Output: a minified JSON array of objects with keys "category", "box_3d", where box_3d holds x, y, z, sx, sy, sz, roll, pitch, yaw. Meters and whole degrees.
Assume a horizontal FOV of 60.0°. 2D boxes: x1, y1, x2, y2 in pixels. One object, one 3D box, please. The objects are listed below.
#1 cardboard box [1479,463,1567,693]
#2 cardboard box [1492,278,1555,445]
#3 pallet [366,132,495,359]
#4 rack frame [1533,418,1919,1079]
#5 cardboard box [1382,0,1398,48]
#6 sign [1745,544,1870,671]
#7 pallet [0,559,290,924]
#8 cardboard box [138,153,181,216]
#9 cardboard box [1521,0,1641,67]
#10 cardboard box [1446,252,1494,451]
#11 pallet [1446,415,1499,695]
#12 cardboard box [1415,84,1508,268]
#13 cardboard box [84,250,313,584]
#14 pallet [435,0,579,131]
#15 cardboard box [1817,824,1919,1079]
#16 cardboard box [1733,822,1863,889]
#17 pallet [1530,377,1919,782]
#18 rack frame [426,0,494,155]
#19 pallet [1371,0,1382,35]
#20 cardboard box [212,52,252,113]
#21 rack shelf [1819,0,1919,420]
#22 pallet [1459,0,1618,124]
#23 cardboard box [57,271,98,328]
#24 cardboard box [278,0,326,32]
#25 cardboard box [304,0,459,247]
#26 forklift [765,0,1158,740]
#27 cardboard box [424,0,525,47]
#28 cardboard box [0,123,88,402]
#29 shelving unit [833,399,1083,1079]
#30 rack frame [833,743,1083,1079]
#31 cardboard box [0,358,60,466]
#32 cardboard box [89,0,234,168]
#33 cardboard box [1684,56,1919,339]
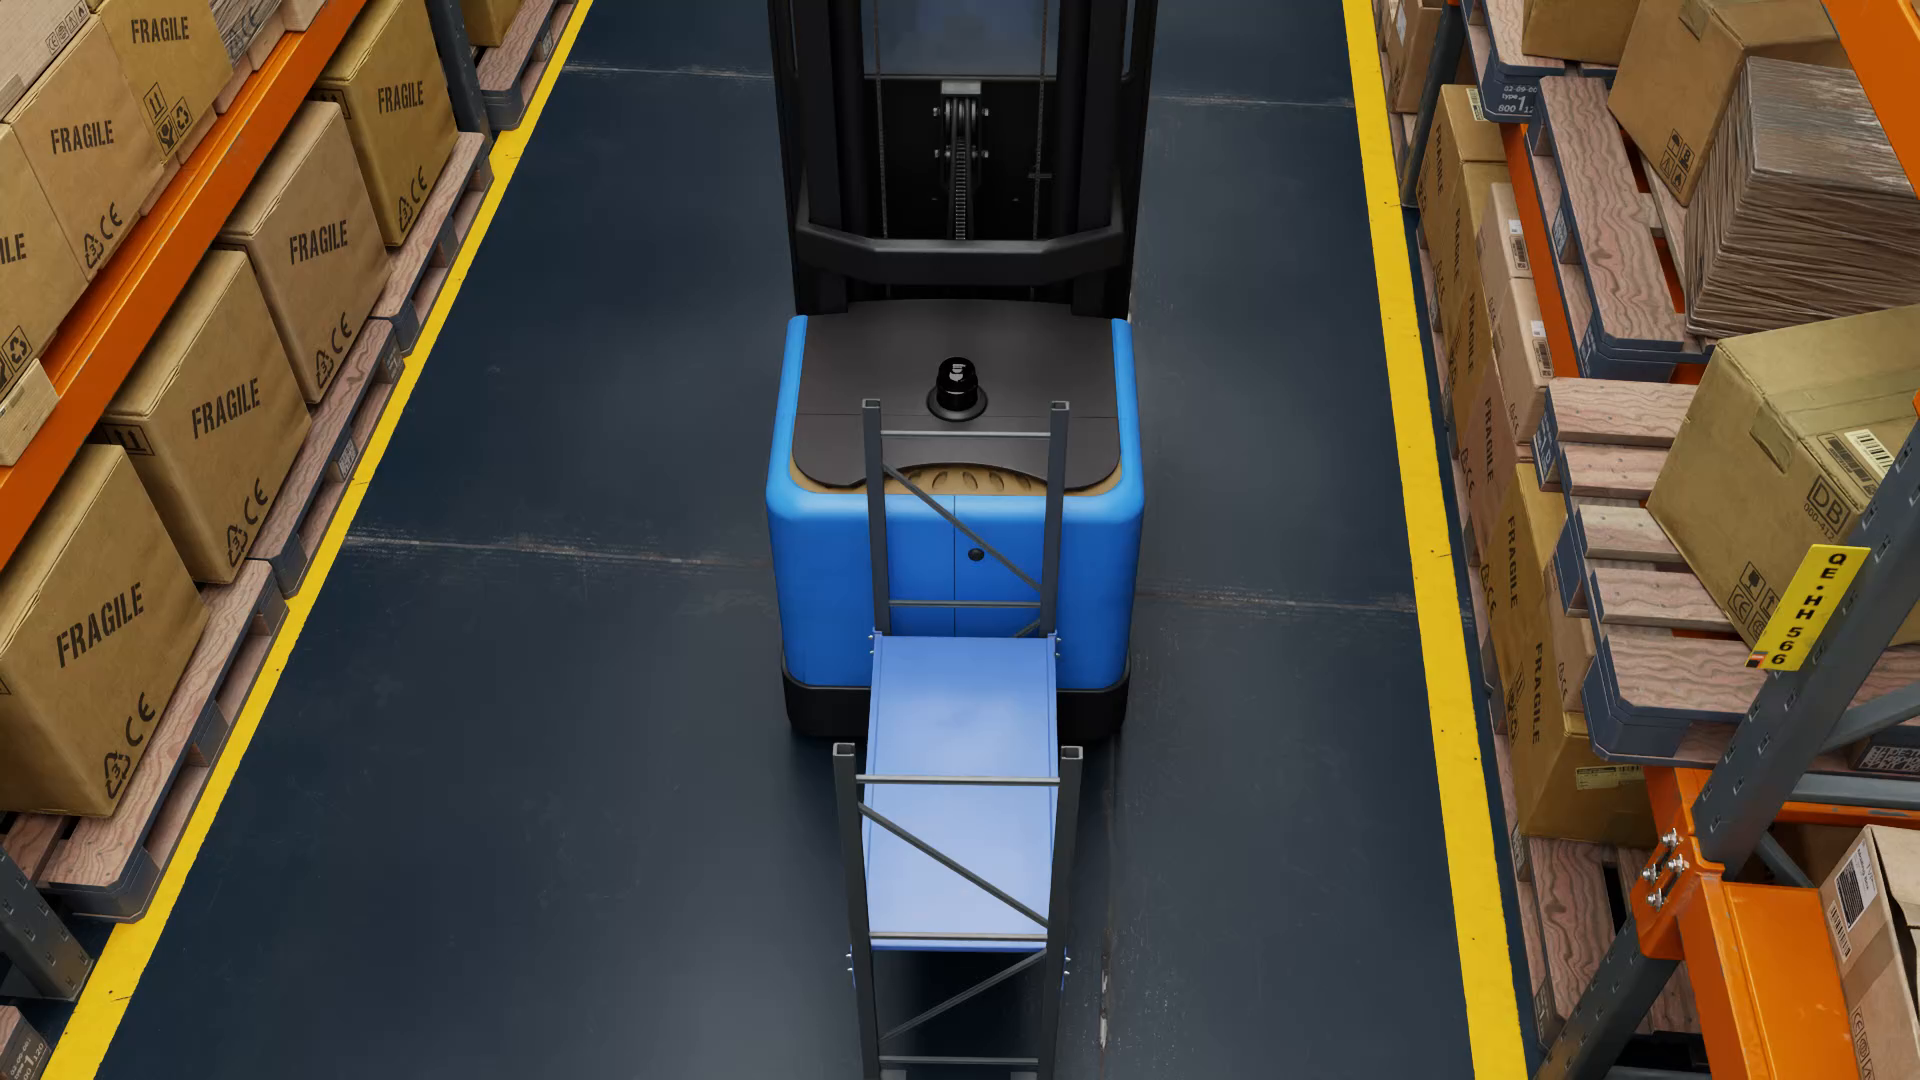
[{"category":"cardboard box","box_3d":[1.904,0.127,4.997,0.500,0.500,0.500,2,48,2]},{"category":"cardboard box","box_3d":[1.947,-0.539,5.098,0.500,0.250,0.500,3,48,3]},{"category":"pallet","box_3d":[-2.559,-1.241,6.742,1.003,0.211,1.213,4,48,4]},{"category":"rack frame","box_3d":[2.002,0.515,3.246,0.949,2.616,0.053,4,48,4]},{"category":"cardboard box","box_3d":[2.114,-2.328,7.480,0.380,0.149,0.250,4,48,4]},{"category":"sign","box_3d":[1.464,0.122,2.875,0.100,0.325,0.005,4,48,4]},{"category":"pallet","box_3d":[-2.781,0.552,5.102,1.003,0.211,1.213,4,48,4]},{"category":"cardboard box","box_3d":[-2.538,-1.091,4.872,0.380,0.149,0.250,4,48,4]},{"category":"cardboard box","box_3d":[2.104,-1.757,4.972,0.700,0.500,0.500,11,48,10]},{"category":"cardboard box","box_3d":[1.993,-0.630,5.690,0.500,0.500,0.500,4,48,4]},{"category":"pallet","box_3d":[2.225,0.016,5.592,1.003,0.211,1.213,4,48,4]},{"category":"cardboard box","box_3d":[2.083,-1.390,6.384,0.500,0.500,0.500,2,48,2]},{"category":"cardboard box","box_3d":[-2.644,-0.406,5.261,0.750,0.750,0.750,4,48,3]},{"category":"pallet","box_3d":[-2.416,-2.367,7.772,1.003,0.211,1.213,4,48,4]},{"category":"cardboard box","box_3d":[1.929,0.810,3.037,0.500,0.311,0.500,7,48,6]},{"category":"cardboard box","box_3d":[2.331,0.895,4.294,0.500,0.500,0.500,6,48,5]},{"category":"pallet","box_3d":[1.997,0.077,3.777,1.213,0.211,1.003,4,48,4]},{"category":"rack frame","box_3d":[-2.564,-2.754,6.237,1.000,3.000,0.127,4,48,4]},{"category":"pallet","box_3d":[2.542,-2.886,8.247,1.003,0.211,1.213,4,48,4]},{"category":"cardboard box","box_3d":[-2.472,-1.478,5.226,0.380,0.149,0.250,3,48,2]},{"category":"rack shelf","box_3d":[2.188,-1.724,3.749,1.077,0.370,4.000,4,48,4]},{"category":"pallet","box_3d":[2.188,-1.779,5.475,1.003,0.211,1.213,4,48,4]},{"category":"cardboard box","box_3d":[-2.612,-0.722,4.534,0.380,0.149,0.250,5,48,4]},{"category":"cardboard box","box_3d":[-2.346,-1.837,5.554,0.380,0.149,0.250,4,48,4]},{"category":"cardboard box","box_3d":[-2.493,-1.684,6.430,0.750,0.750,0.750,4,48,4]},{"category":"forklift","box_3d":[0.011,-1.451,5.090,1.130,2.935,3.031,1,48,1]},{"category":"cardboard box","box_3d":[-2.393,-2.595,7.500,0.700,0.500,0.500,4,48,4]},{"category":"cardboard box","box_3d":[-2.572,-0.680,4.056,0.500,0.500,0.500,5,48,5]},{"category":"shelving unit","box_3d":[0.005,0.554,4.227,0.538,1.500,1.048,1,48,1]},{"category":"rack frame","box_3d":[-0.004,0.929,3.884,0.500,1.500,0.032,1,48,1]},{"category":"cardboard box","box_3d":[-2.527,-0.338,4.183,0.380,0.149,0.250,5,48,5]},{"category":"cardboard box","box_3d":[-2.486,-1.428,4.740,0.500,0.500,0.500,5,48,5]},{"category":"cardboard box","box_3d":[2.224,-0.790,4.087,0.700,0.500,0.500,12,49,11]}]
